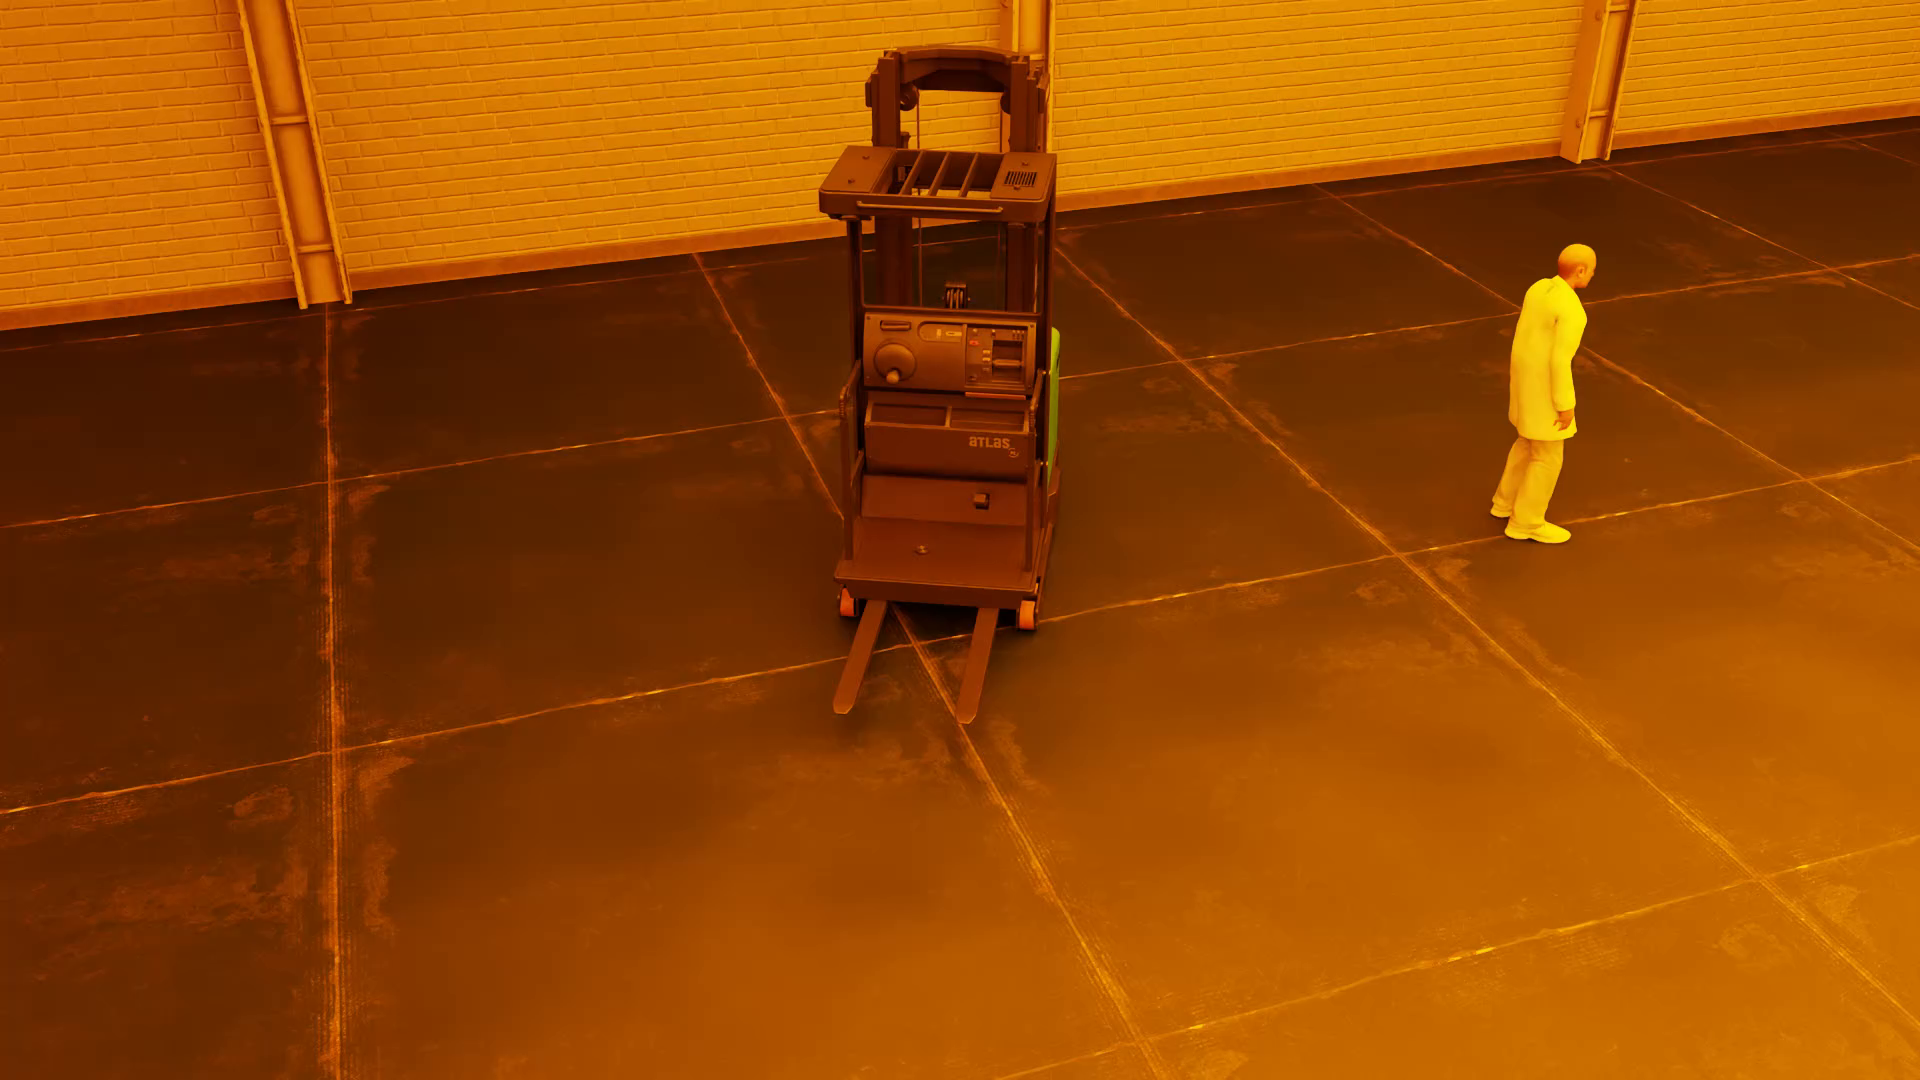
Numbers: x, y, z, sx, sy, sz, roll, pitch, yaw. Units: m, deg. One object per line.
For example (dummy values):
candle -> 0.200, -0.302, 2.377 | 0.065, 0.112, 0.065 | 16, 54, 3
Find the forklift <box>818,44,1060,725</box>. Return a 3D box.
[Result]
forklift -> -0.083, -0.959, 8.754 | 1.130, 2.935, 3.031 | 4, 30, 7

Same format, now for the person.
person -> 3.446, -0.880, 9.778 | 0.435, 1.772, 0.643 | -2, 30, -4
